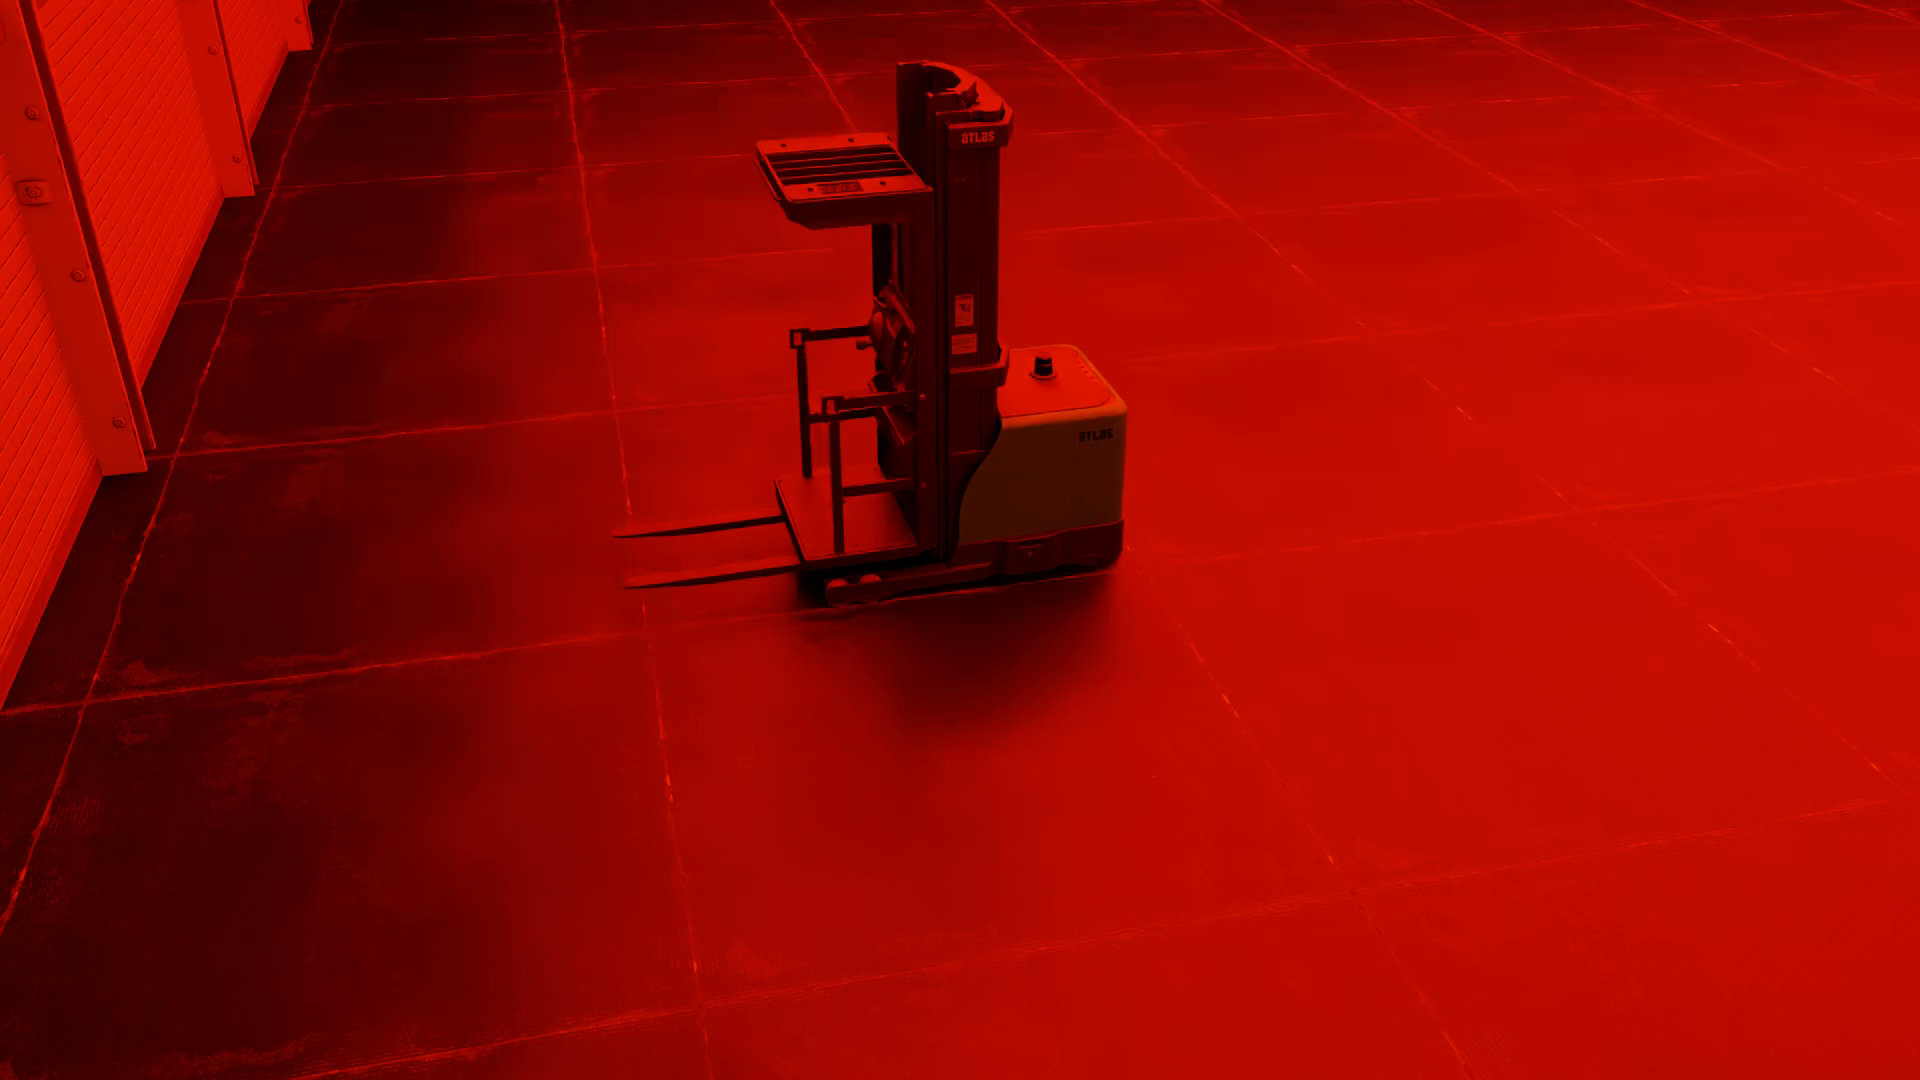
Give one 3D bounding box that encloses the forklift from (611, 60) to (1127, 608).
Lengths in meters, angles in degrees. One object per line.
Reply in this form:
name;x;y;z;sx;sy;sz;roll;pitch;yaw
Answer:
forklift;-0.577;-1.163;9.584;3.031;2.935;1.130;-8;31;-13
